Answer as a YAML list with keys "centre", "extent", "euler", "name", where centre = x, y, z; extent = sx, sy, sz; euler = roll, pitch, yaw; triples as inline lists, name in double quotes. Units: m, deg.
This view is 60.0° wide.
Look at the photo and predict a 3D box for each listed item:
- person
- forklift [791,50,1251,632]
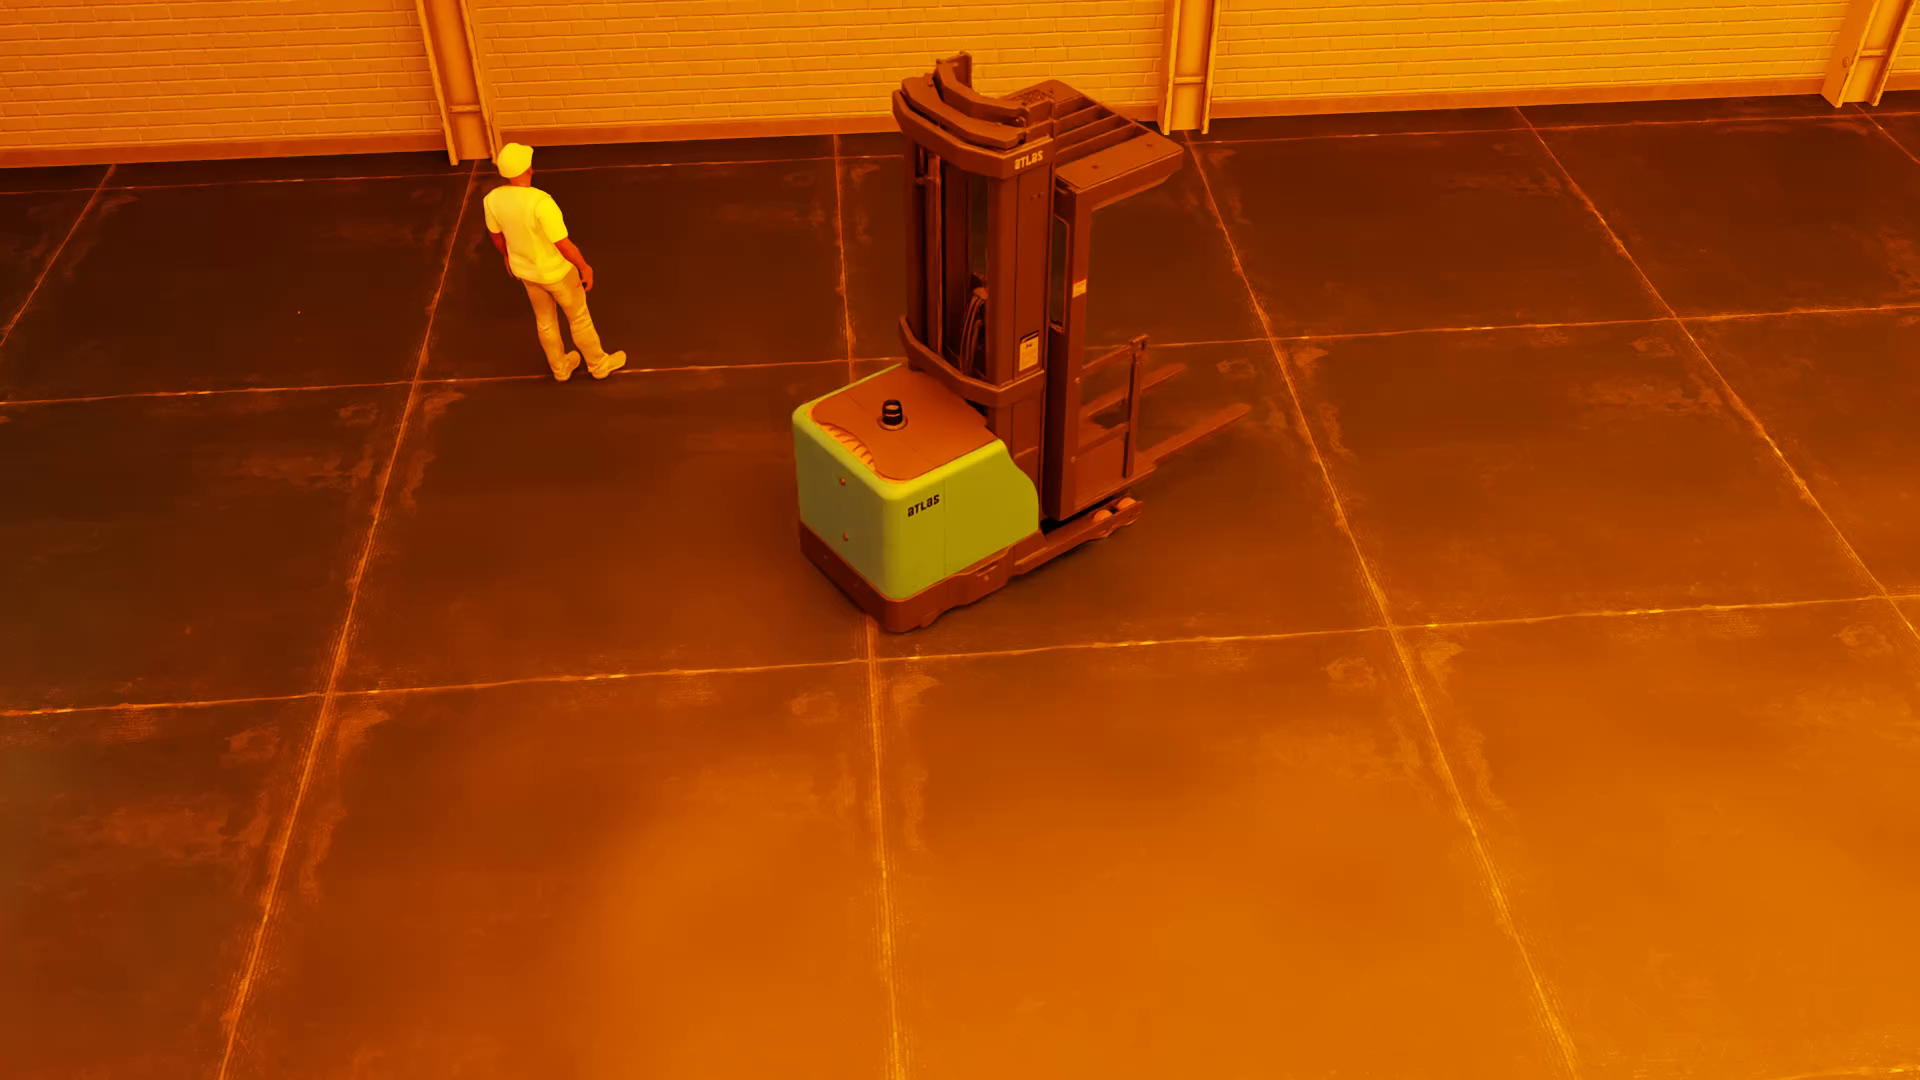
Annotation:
- centre: [-2.702, -1.844, 10.981]
  extent: [0.671, 1.767, 0.578]
  euler: [15, 43, 17]
  name: "person"
- centre: [0.504, -1.378, 9.549]
  extent: [3.031, 2.935, 1.130]
  euler: [-27, 47, -28]
  name: "forklift"
